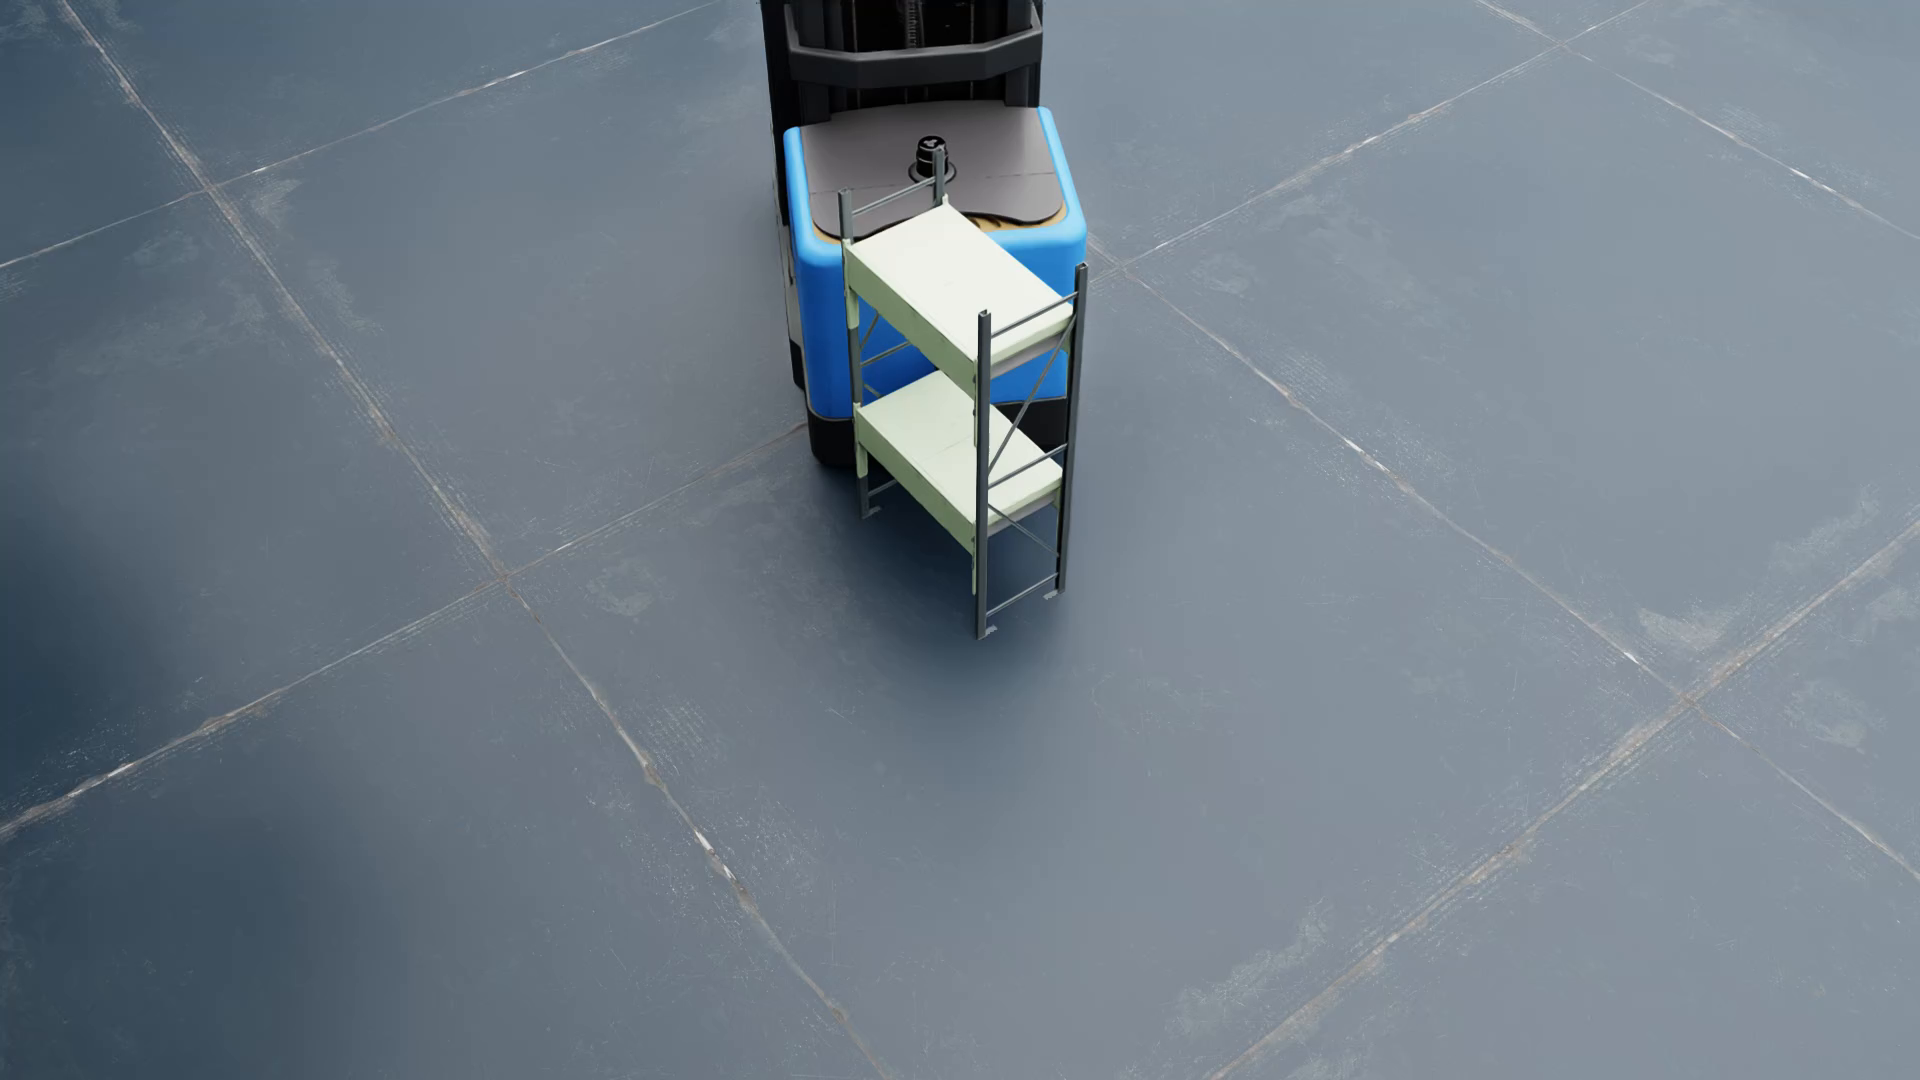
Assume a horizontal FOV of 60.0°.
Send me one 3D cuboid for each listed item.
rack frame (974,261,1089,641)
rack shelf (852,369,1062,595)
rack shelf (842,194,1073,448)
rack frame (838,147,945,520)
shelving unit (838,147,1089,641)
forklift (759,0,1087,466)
[{"bbox_3d":[0.218,-0.237,5.453,0.400,1.500,0.023,-29,54,-24],"label":"rack frame"},{"bbox_3d":[0.001,-0.236,5.892,0.431,0.370,0.720,-29,54,-24],"label":"rack shelf"},{"bbox_3d":[0.001,-0.717,5.361,0.431,0.370,0.720,-29,54,-24],"label":"rack shelf"},{"bbox_3d":[-0.217,-0.673,5.848,0.400,1.500,0.023,-29,54,-24],"label":"rack frame"},{"bbox_3d":[0.001,-0.455,5.650,0.431,1.500,0.755,-29,54,-24],"label":"shelving unit"},{"bbox_3d":[-0.257,-2.377,6.427,1.130,2.935,3.031,-6,48,-5],"label":"forklift"}]
